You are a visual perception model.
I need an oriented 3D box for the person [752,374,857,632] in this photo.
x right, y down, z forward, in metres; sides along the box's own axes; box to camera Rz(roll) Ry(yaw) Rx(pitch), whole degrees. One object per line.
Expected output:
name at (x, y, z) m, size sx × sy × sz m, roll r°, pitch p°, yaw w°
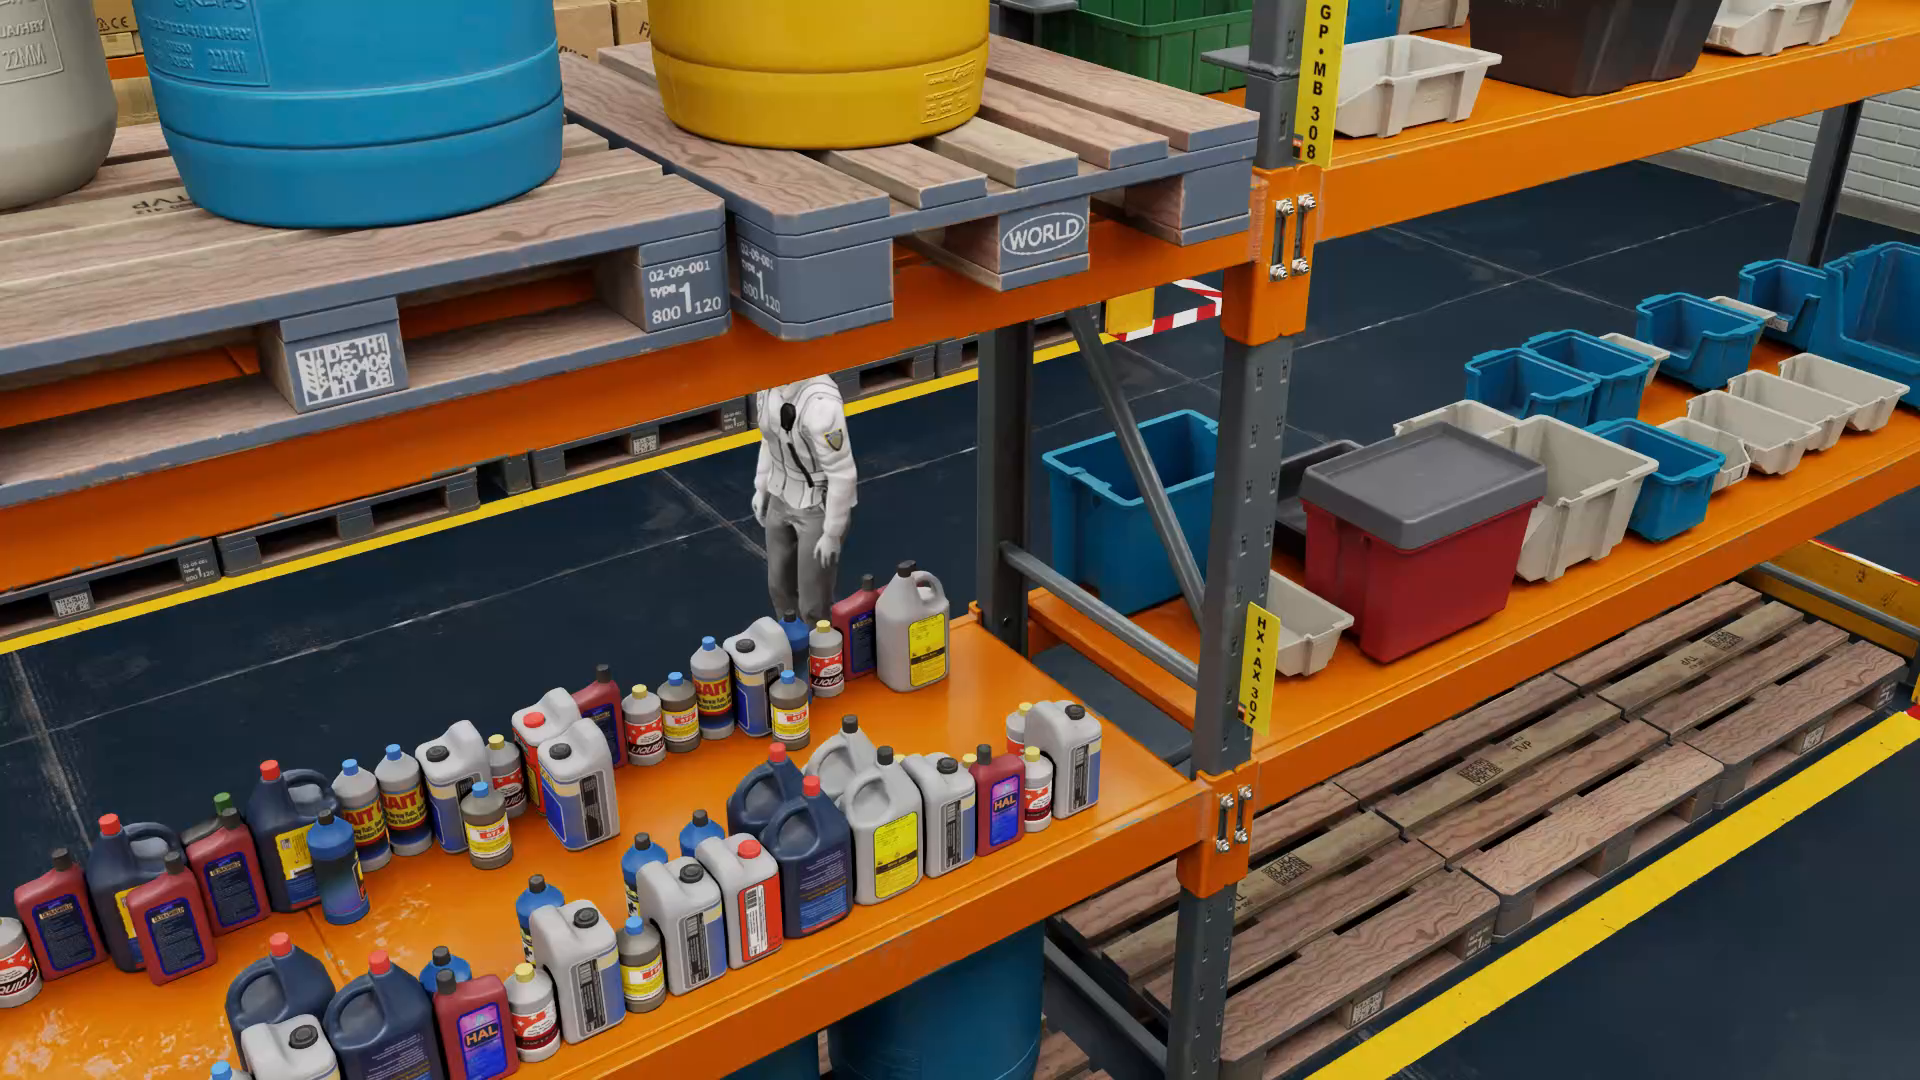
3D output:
person at (-0.596, -0.108, 6.314) m, size 0.369 × 1.667 × 0.547 m, roll -21°, pitch 35°, yaw -33°
